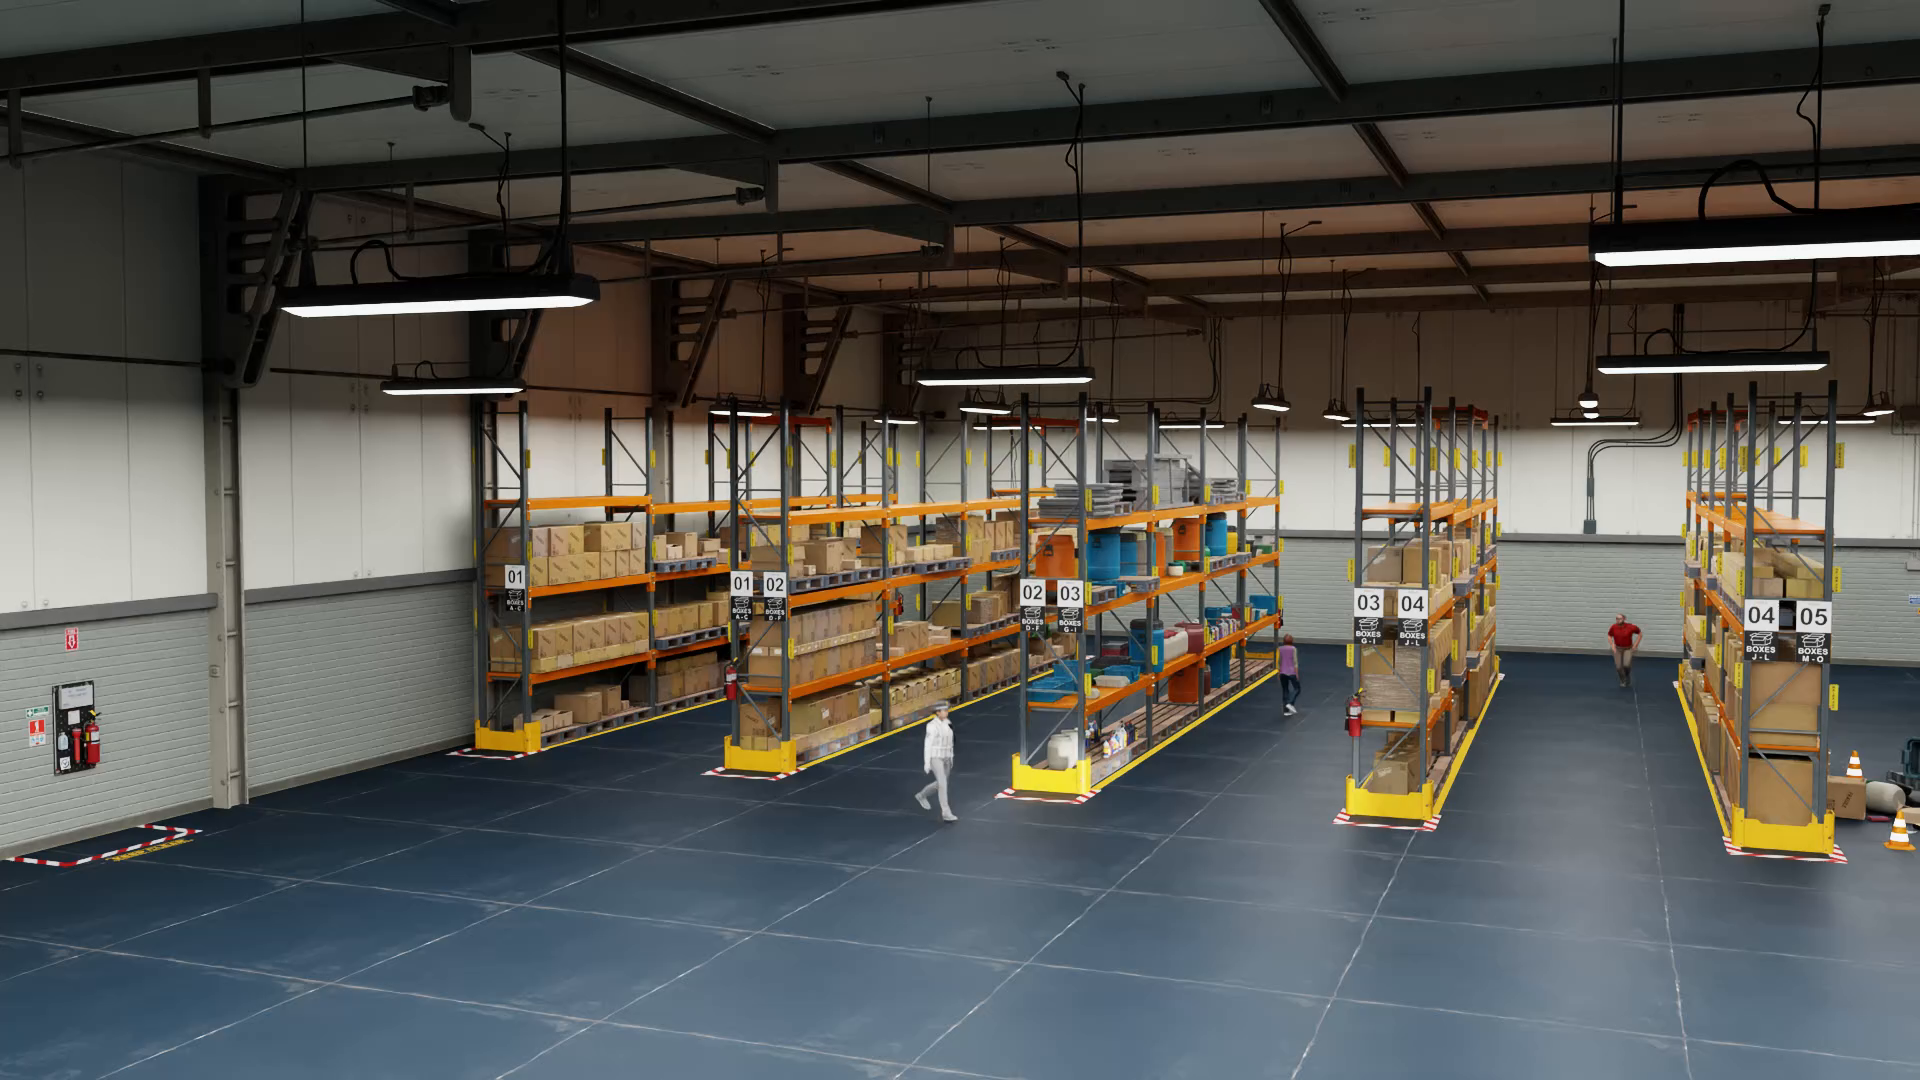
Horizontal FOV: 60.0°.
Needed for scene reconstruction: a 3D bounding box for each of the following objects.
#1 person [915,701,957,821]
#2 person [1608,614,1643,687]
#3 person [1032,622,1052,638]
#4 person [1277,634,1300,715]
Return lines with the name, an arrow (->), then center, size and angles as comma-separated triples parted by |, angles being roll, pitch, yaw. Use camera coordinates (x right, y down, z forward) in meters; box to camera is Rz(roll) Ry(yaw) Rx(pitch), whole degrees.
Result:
person -> -0.304, 3.044, 23.237 | 0.918, 1.636, 0.514 | 2, 4, 39
person -> 14.583, 2.415, 36.456 | 0.716, 1.636, 0.711 | 2, 3, 31
person -> 2.118, 2.032, 43.036 | 0.774, 1.784, 0.522 | 0, 3, 4
person -> 6.374, 2.634, 32.393 | 0.438, 1.587, 0.441 | 1, 3, 28
